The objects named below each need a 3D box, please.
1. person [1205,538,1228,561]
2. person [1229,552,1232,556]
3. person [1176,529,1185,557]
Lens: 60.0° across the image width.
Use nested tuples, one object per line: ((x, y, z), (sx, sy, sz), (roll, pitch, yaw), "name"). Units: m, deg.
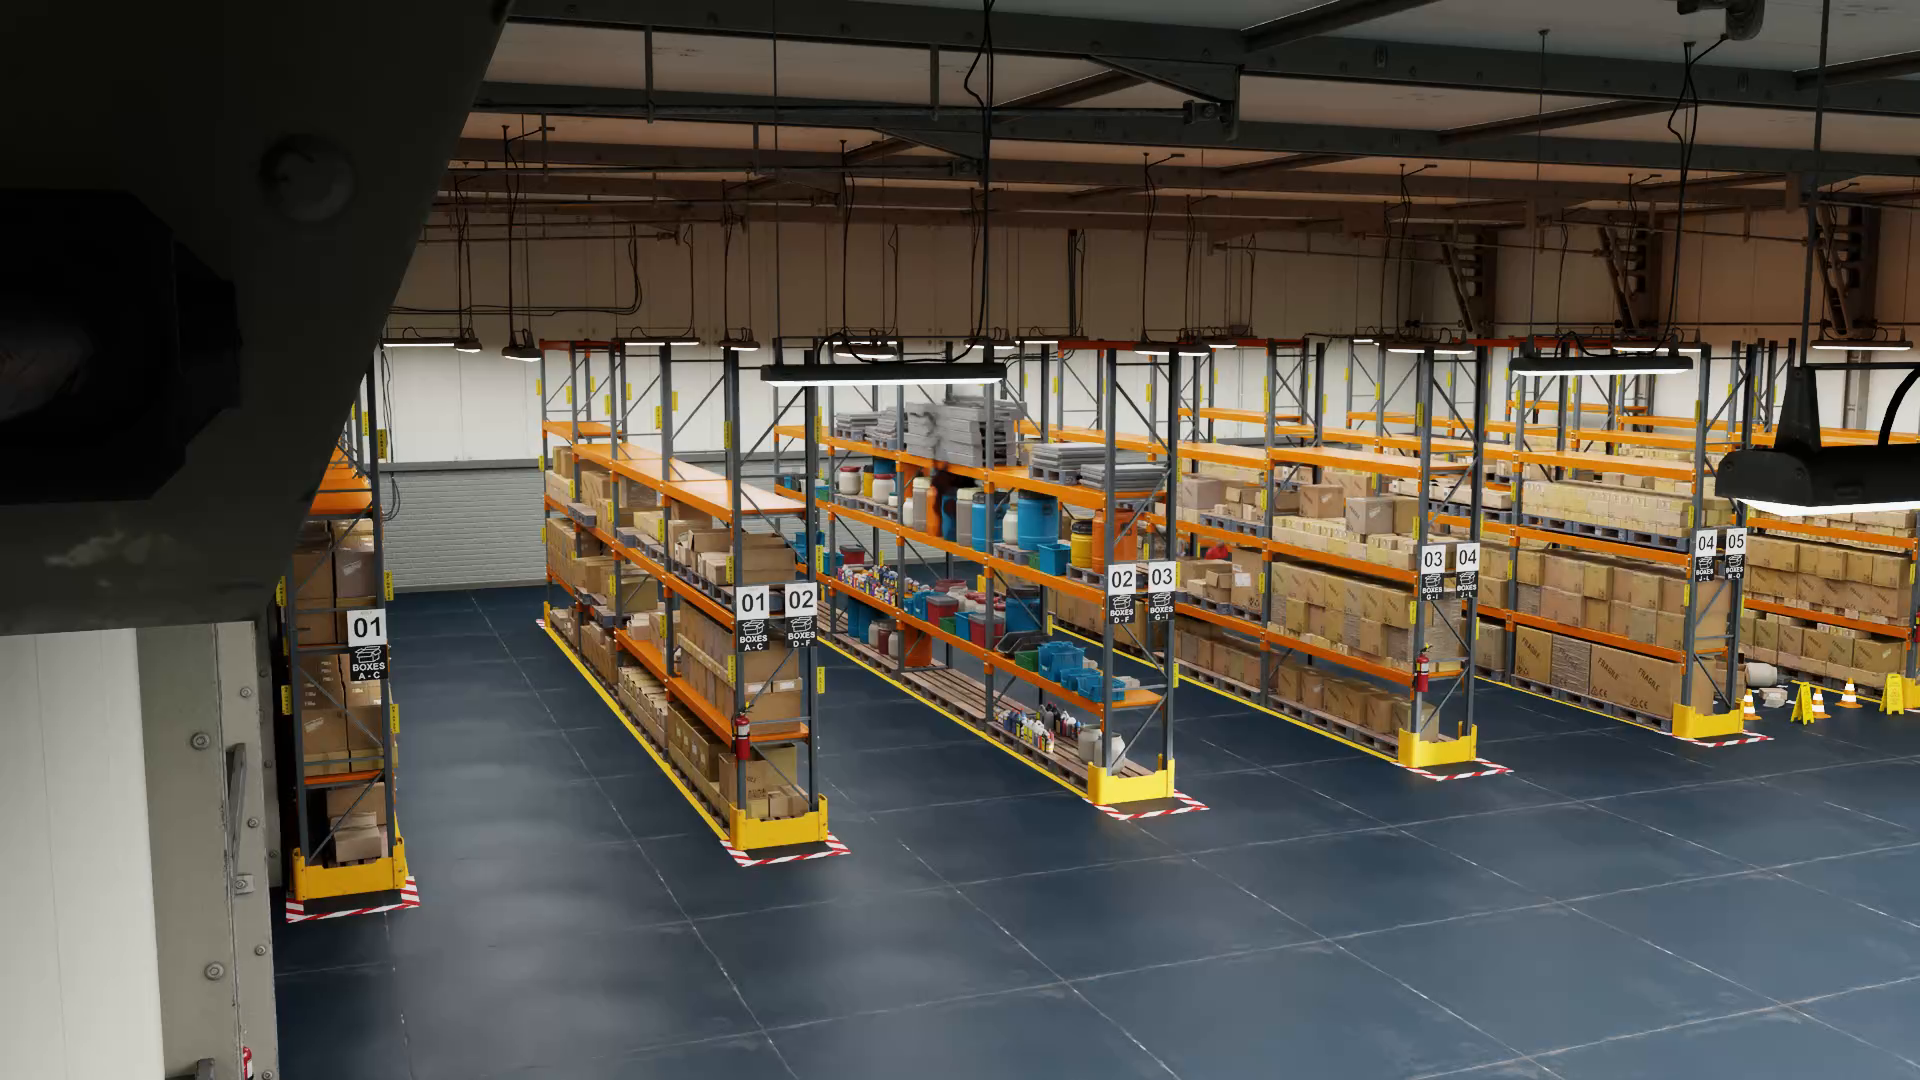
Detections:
((5.580, 0.780, 36.252), (0.688, 1.776, 0.966), (-4, 8, -28), "person")
((7.082, -0.053, 42.504), (0.664, 1.743, 0.693), (-2, 8, -14), "person")
((4.839, 0.543, 37.671), (0.681, 1.755, 0.856), (-2, 8, -13), "person")
